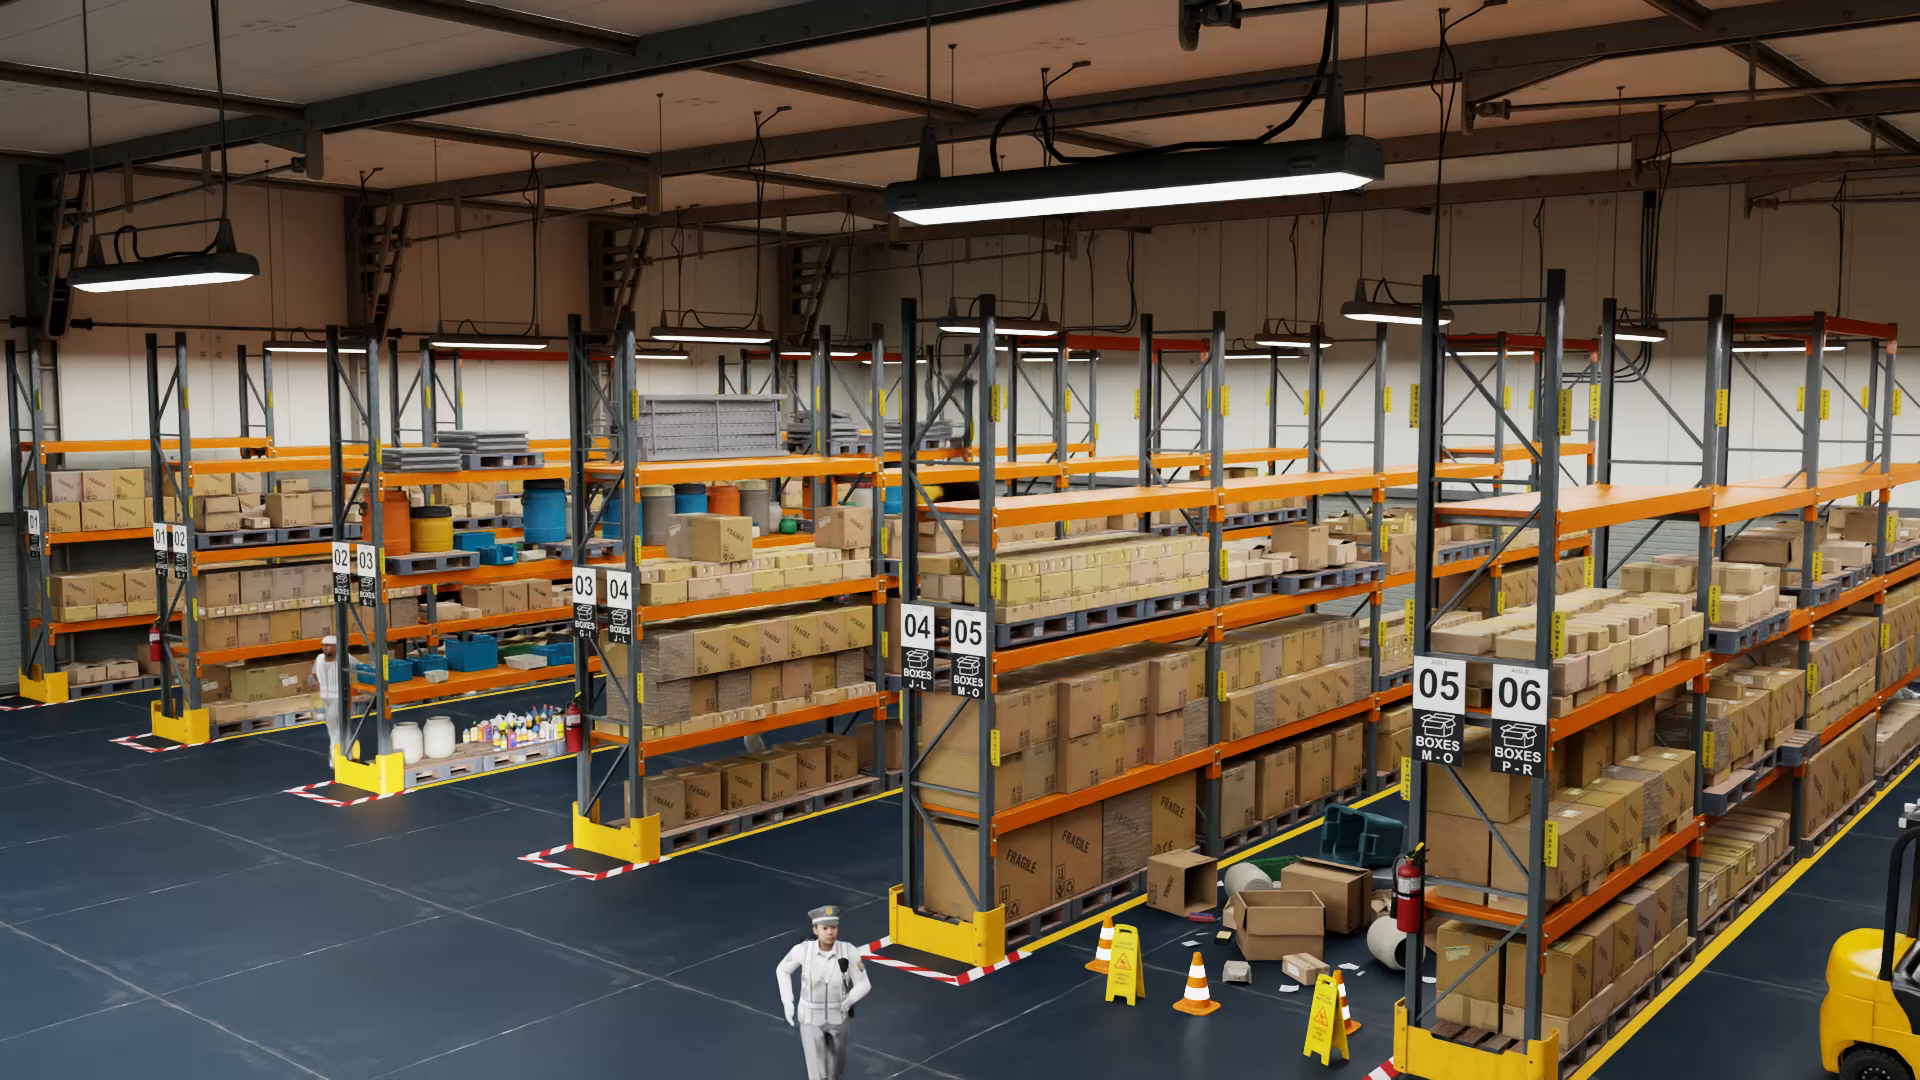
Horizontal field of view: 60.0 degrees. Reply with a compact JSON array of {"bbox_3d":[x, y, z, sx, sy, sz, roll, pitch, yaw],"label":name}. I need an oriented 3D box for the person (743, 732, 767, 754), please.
[{"bbox_3d":[-2.748,2.359,22.183,0.580,1.708,0.718,4,7,40],"label":"person"}]

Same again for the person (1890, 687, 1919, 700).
[{"bbox_3d":[14.856,2.000,26.260,0.565,1.627,0.564,3,6,27],"label":"person"}]

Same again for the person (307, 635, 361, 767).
[{"bbox_3d":[-8.686,2.212,23.133,0.695,1.807,0.816,2,5,19],"label":"person"}]

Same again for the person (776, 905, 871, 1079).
[{"bbox_3d":[-0.930,3.296,11.393,0.629,1.706,0.944,-1,5,-11],"label":"person"}]
